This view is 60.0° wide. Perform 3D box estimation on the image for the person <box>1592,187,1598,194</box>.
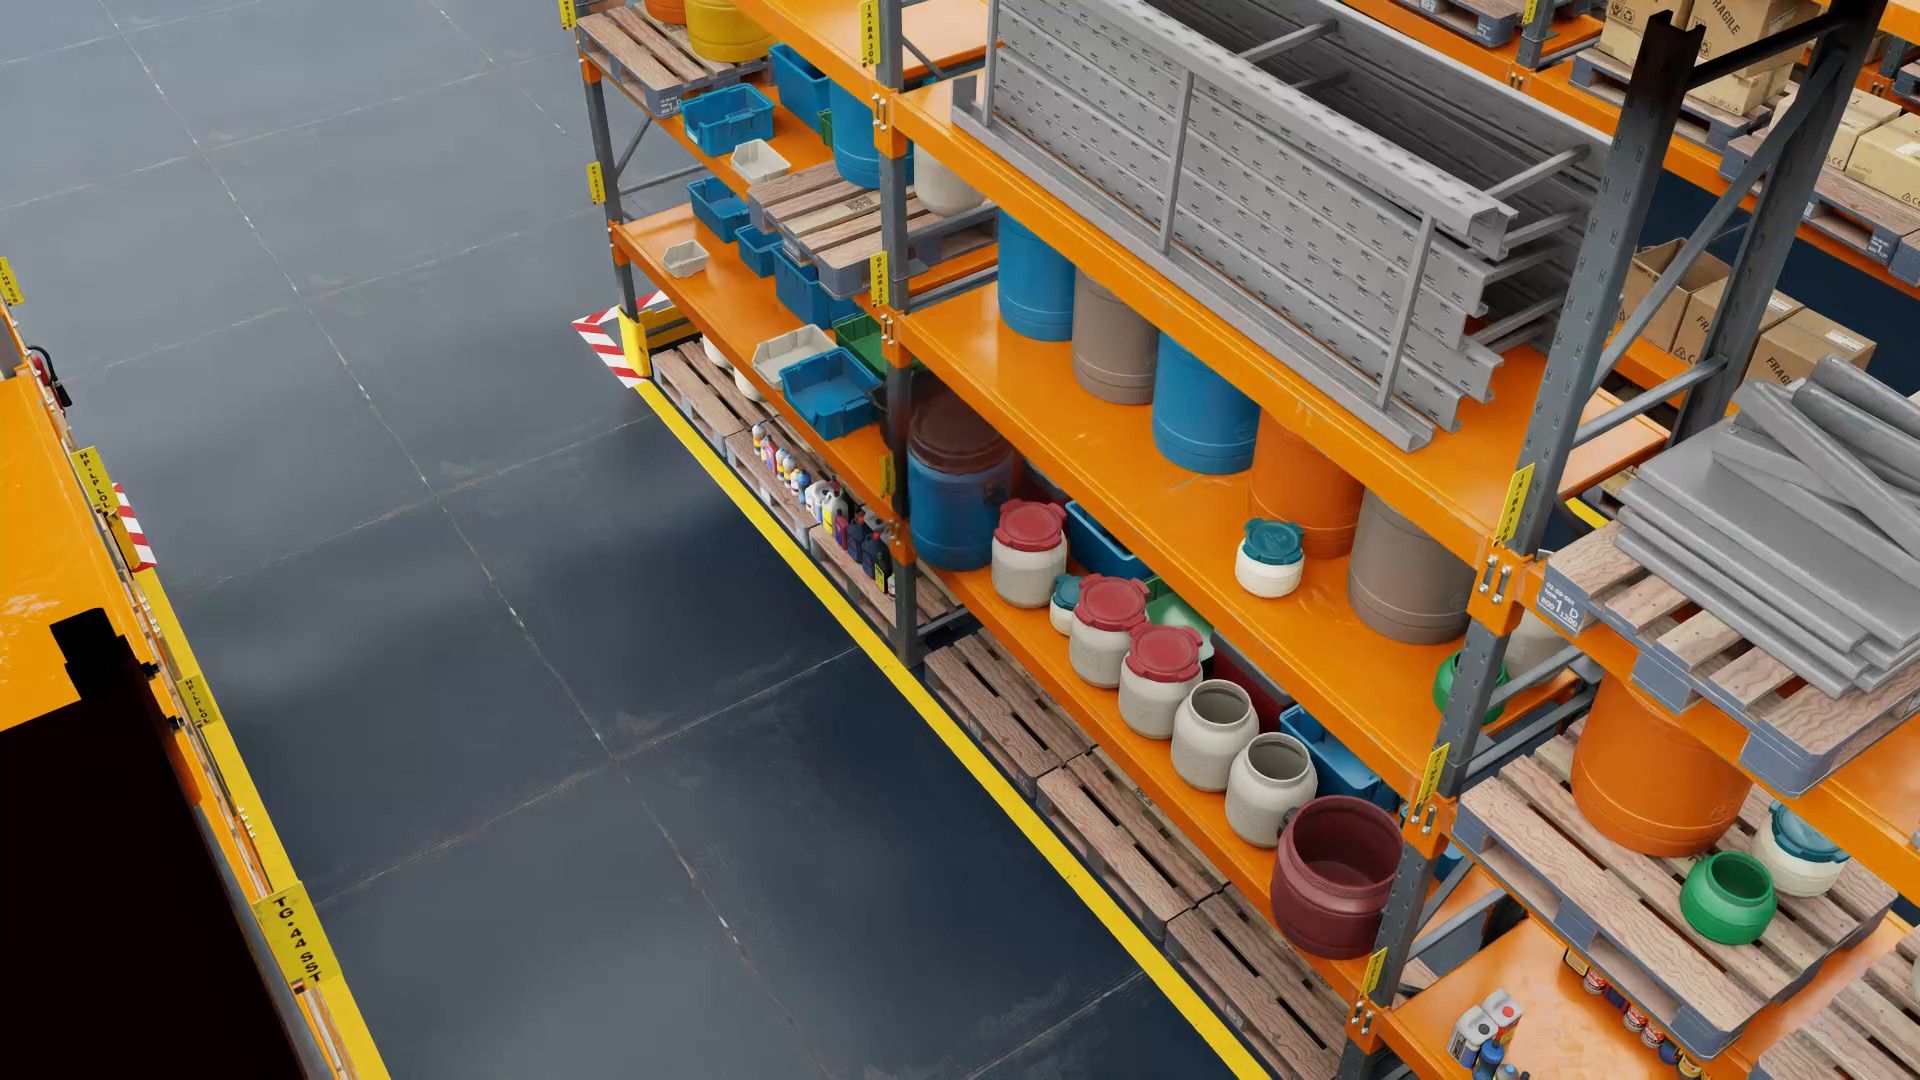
[{"bbox_3d":[5.412,-3.104,13.927,0.510,1.705,0.644,-29,50,-27],"label":"person"}]
